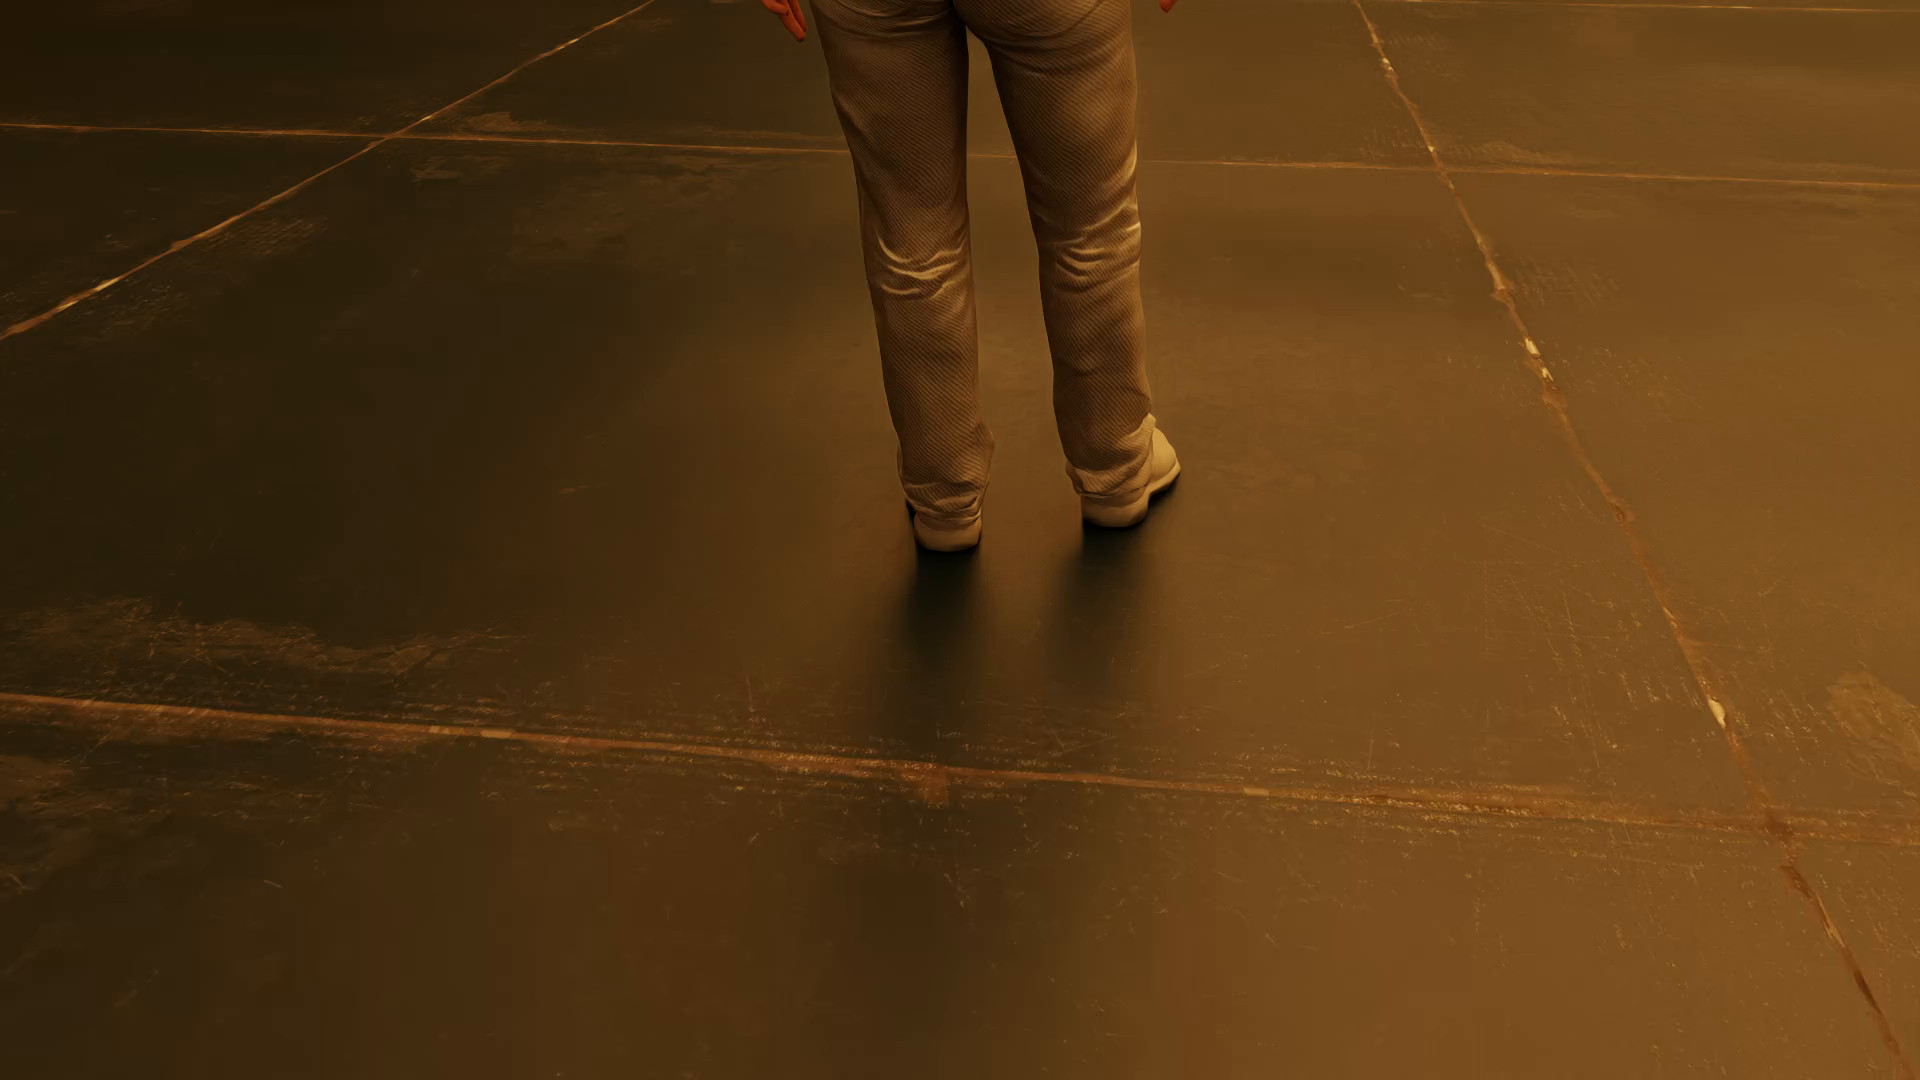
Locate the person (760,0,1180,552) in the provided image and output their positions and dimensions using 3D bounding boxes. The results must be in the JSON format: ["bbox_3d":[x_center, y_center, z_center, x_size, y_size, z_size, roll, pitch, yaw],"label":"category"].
[{"bbox_3d":[0.017,-0.827,2.155,0.632,1.771,0.568,3,27,7],"label":"person"}]
